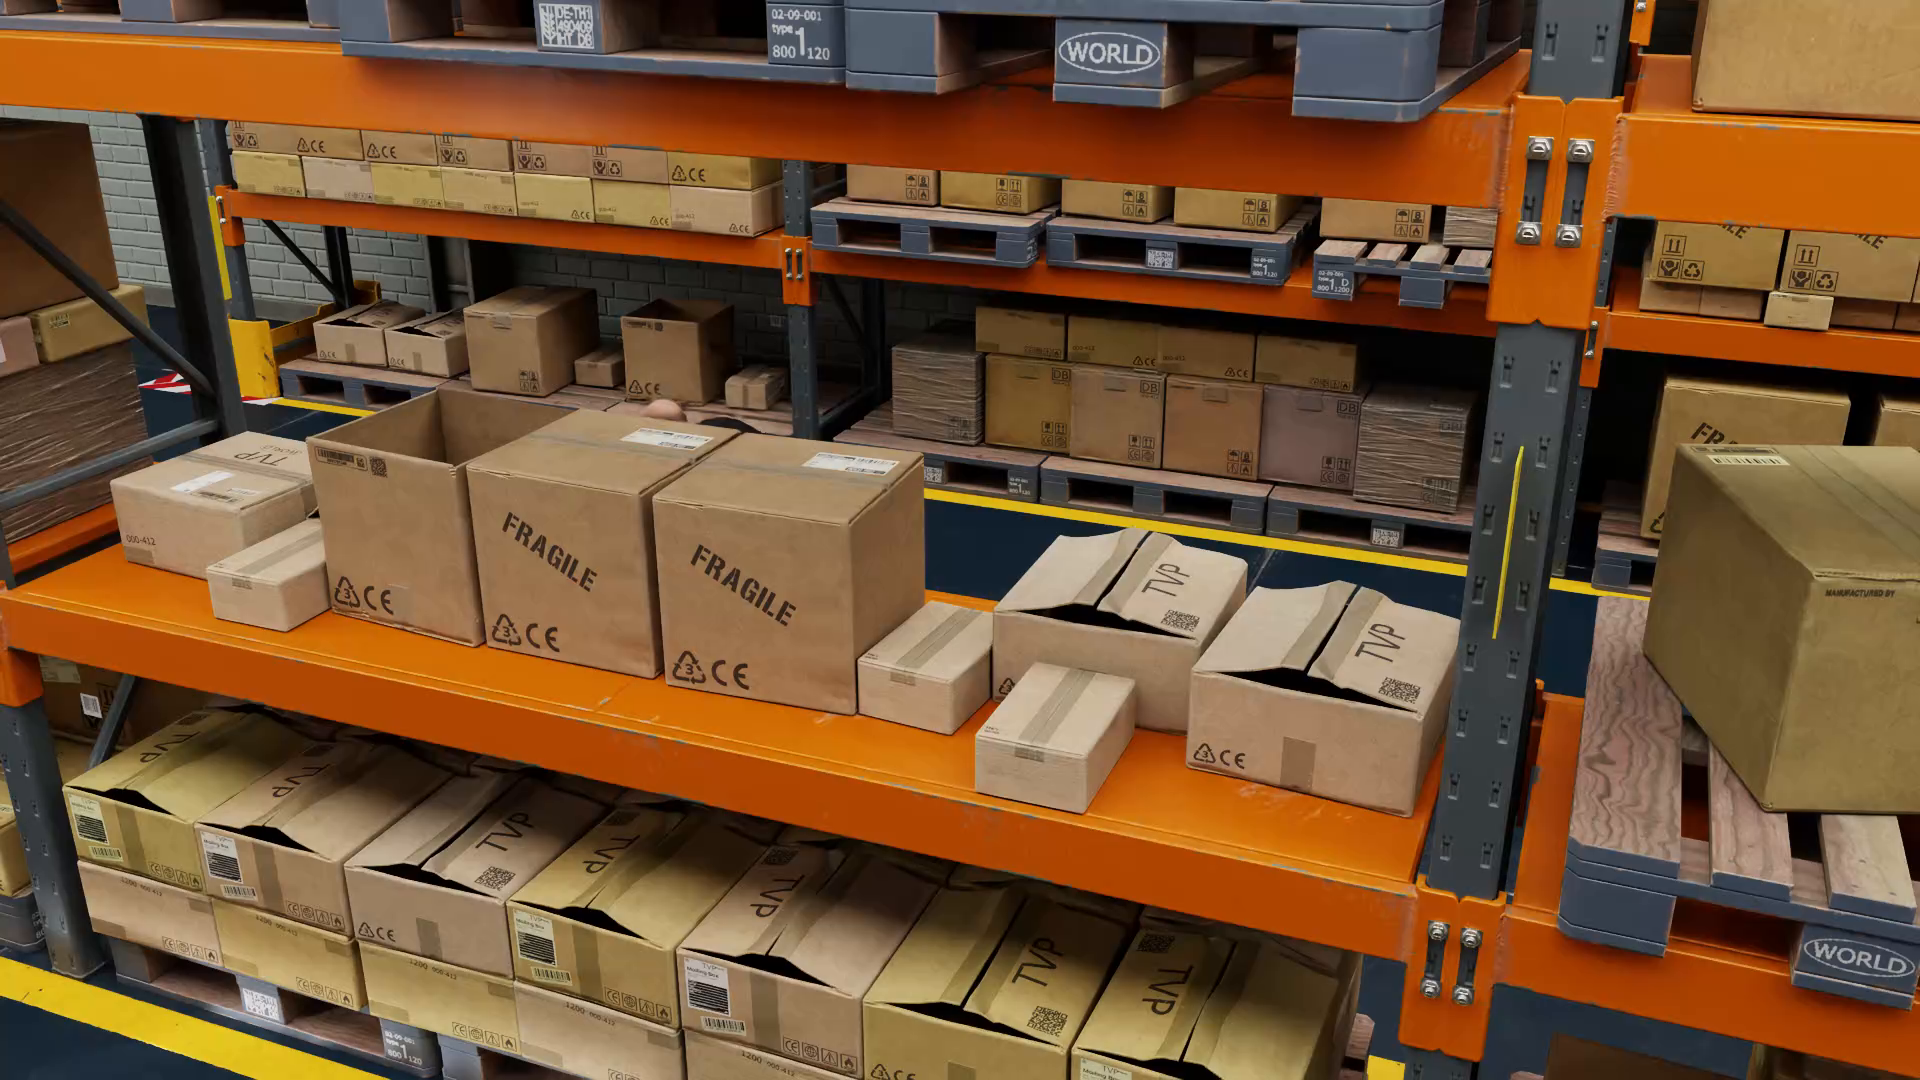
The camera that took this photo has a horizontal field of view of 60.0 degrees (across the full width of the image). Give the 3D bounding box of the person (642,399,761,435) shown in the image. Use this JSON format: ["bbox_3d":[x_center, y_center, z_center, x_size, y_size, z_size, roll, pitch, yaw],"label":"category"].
[{"bbox_3d":[-0.952,-0.053,7.104,0.827,1.083,0.560,9,24,20],"label":"person"}]
